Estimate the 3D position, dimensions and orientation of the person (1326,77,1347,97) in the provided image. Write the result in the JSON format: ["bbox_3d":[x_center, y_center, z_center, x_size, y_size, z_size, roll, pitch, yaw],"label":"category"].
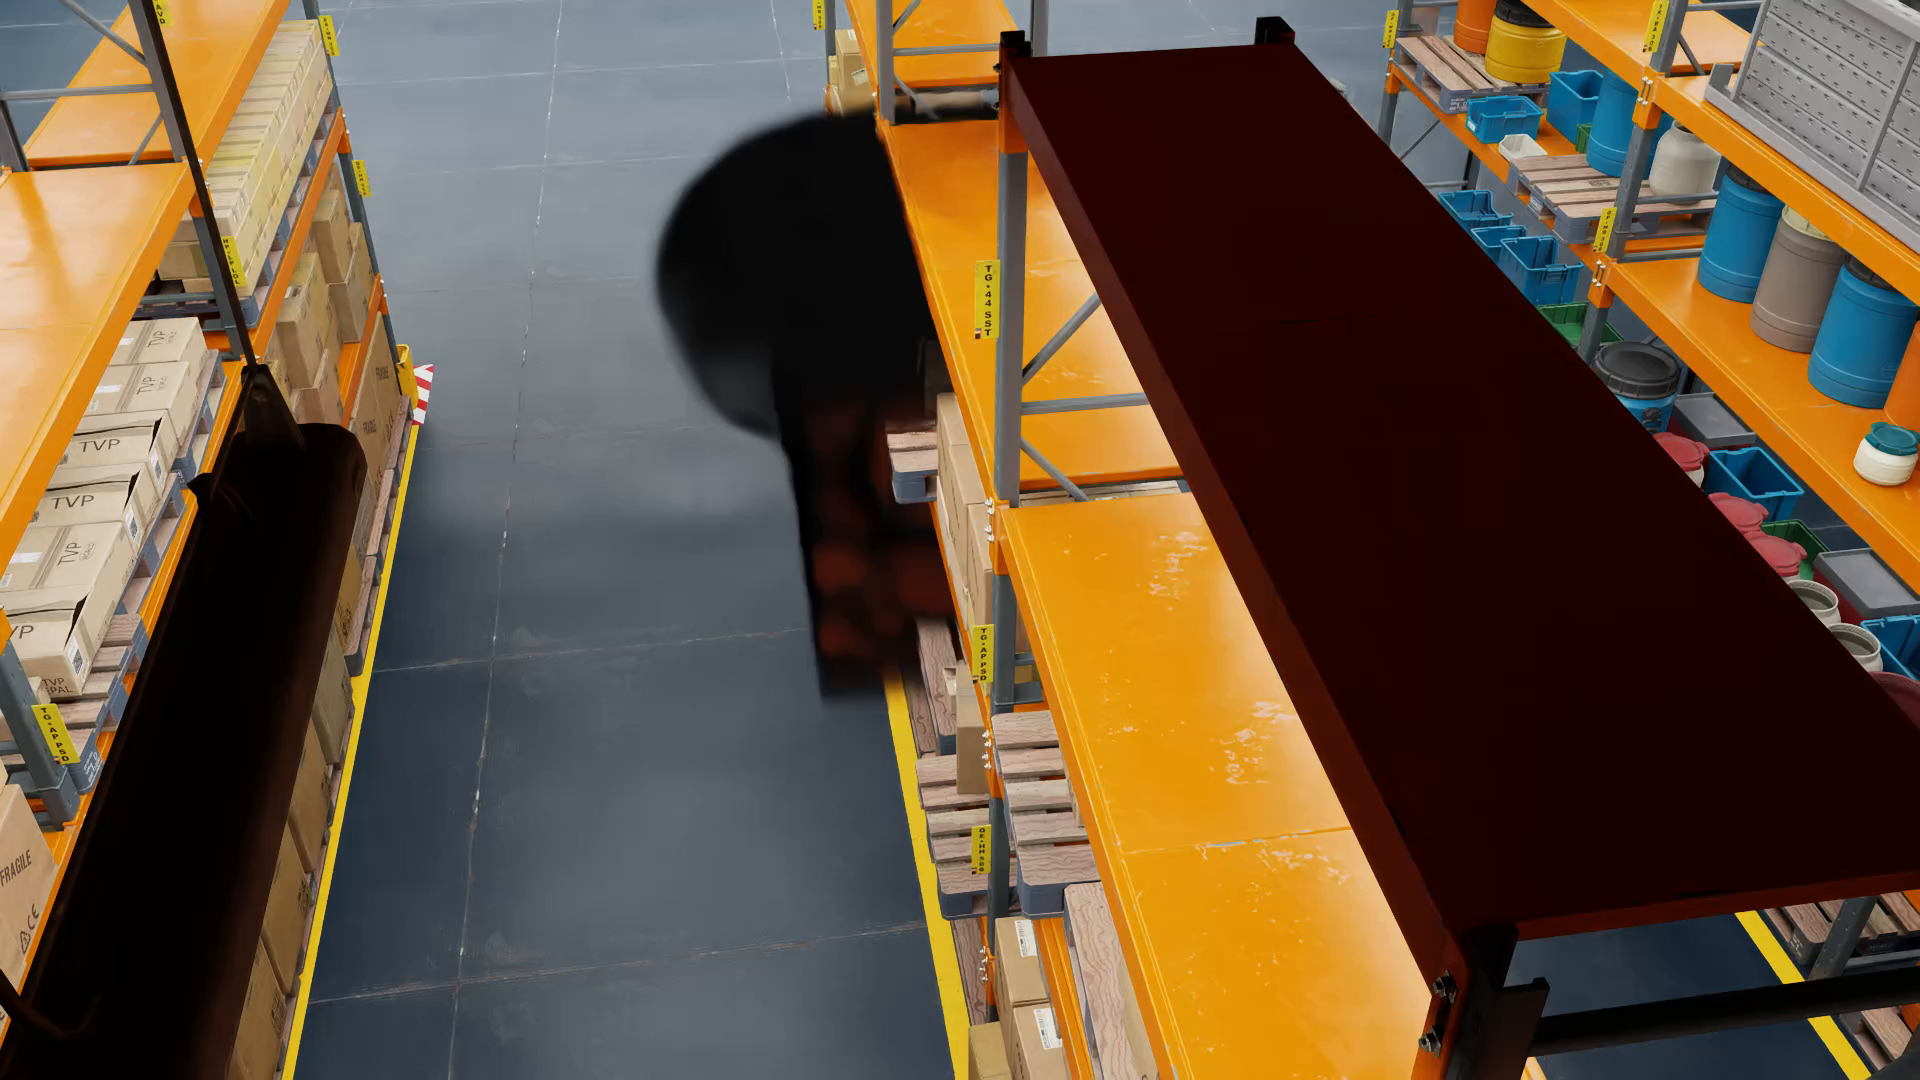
[{"bbox_3d":[3.882,-4.078,17.622,0.512,1.648,0.612,14,39,18],"label":"person"}]
